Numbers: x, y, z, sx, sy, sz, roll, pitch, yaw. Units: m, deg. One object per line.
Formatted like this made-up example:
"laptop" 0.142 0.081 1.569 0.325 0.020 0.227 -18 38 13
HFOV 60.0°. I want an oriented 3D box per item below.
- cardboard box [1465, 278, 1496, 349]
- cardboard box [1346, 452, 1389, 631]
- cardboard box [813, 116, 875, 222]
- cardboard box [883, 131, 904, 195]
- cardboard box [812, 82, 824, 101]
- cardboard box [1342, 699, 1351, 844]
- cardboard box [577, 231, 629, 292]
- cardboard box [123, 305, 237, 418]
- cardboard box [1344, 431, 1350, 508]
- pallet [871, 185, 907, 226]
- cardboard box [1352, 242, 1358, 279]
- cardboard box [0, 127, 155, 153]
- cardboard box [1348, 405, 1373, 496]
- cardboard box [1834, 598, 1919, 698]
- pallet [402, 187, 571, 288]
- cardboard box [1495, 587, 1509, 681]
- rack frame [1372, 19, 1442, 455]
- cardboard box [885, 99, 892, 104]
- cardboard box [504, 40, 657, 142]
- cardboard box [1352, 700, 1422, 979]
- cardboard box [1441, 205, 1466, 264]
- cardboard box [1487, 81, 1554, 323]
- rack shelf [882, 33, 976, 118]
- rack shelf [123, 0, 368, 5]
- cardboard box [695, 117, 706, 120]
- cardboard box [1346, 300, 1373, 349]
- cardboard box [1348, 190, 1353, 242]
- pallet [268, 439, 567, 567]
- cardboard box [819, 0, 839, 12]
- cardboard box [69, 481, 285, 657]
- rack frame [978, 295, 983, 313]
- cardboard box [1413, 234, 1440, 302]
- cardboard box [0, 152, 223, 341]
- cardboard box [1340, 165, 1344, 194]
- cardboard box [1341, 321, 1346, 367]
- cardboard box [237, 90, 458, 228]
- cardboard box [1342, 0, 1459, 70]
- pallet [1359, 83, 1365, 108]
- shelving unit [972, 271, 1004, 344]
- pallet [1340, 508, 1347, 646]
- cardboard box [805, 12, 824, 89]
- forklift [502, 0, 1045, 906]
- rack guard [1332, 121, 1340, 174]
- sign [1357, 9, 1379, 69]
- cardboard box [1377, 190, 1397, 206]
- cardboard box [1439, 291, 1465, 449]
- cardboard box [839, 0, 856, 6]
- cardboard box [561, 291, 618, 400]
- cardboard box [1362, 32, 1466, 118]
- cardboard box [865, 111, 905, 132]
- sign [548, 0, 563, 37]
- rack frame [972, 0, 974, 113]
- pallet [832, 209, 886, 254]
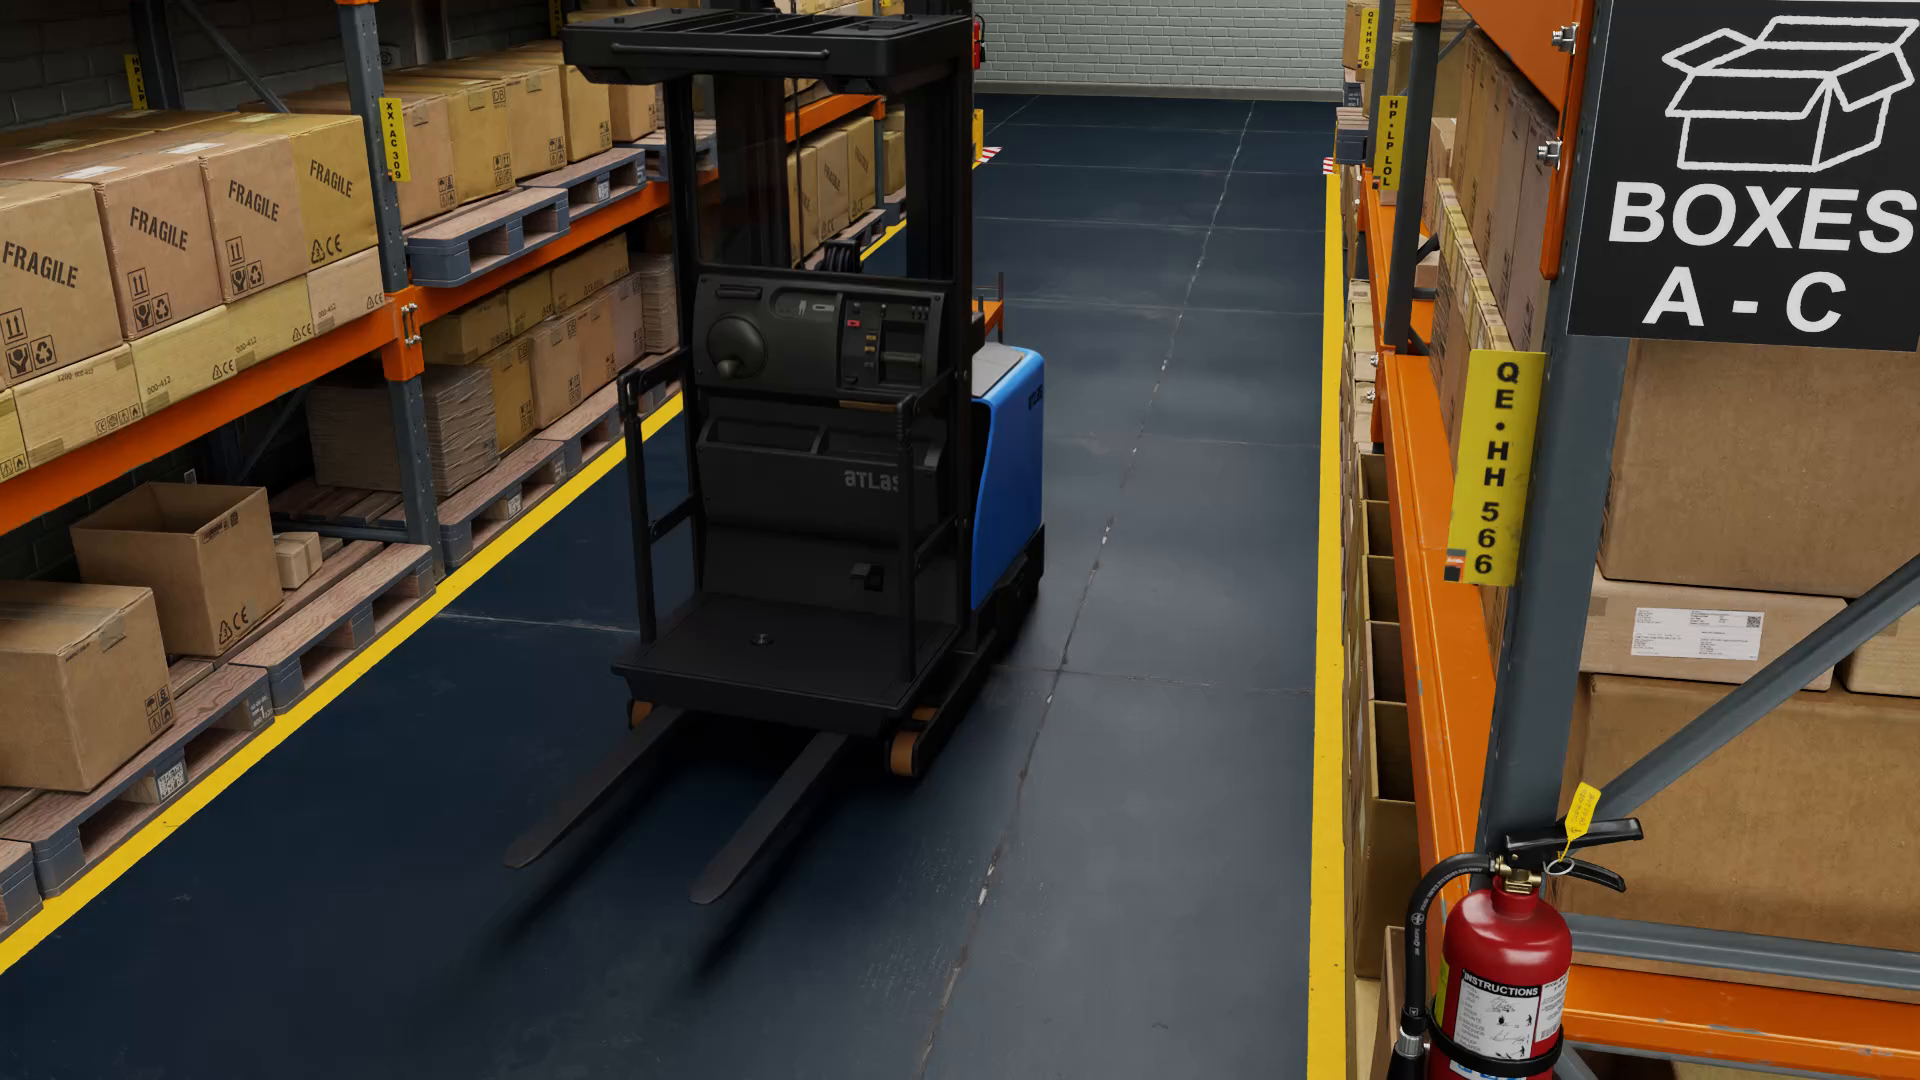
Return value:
"cardboard box" 1.496 -0.558 4.221 0.380 0.149 0.250 4 22 10
"cardboard box" 1.652 0.018 5.909 0.500 0.500 0.500 4 22 11
"cardboard box" -1.170 -3.113 13.883 0.750 0.750 0.750 5 22 12
"cardboard box" -0.912 -3.464 15.223 0.700 0.500 0.500 5 22 12
"cardboard box" -1.259 -3.449 12.712 0.380 0.149 0.250 4 22 9
"cardboard box" 1.447 0.731 5.141 0.500 0.250 0.500 4 22 11
"cardboard box" -2.255 -1.621 9.618 0.500 0.250 0.500 5 22 12
"cardboard box" -2.795 -0.614 5.536 0.500 0.250 0.500 4 22 11
"cardboard box" 2.062 -0.326 7.766 0.500 0.250 0.500 5 22 12
"pallet" -0.933 -3.142 15.371 1.003 0.211 1.213 4 22 11
"cardboard box" 2.830 -1.728 10.887 0.500 0.500 0.500 5 23 13
"cardboard box" -3.207 -1.180 5.938 0.500 0.500 0.500 4 22 11
"cardboard box" 1.955 -0.401 7.202 0.500 0.311 0.500 5 22 12
"cardboard box" 1.527 0.128 2.519 0.380 0.149 0.250 4 22 11
"pallet" -2.499 -1.417 7.613 1.003 0.211 1.213 4 22 11
"cardboard box" 1.447 0.193 3.224 0.700 0.500 0.500 5 22 12
"rack frame" 2.053 -0.861 5.976 1.000 3.000 0.127 4 22 11
"cardboard box" -0.873 -4.203 16.190 0.380 0.149 0.250 4 22 10
"cardboard box" -2.155 -2.571 9.500 0.700 0.500 0.500 2 22 6
"cardboard box" 1.244 0.749 4.093 0.500 0.500 0.500 4 22 11
"cardboard box" 1.706 -0.938 5.166 0.380 0.149 0.250 4 22 10
"cardboard box" 1.661 -0.796 3.944 0.700 0.500 0.500 4 22 11
"rack shelf" -0.757 -4.561 16.125 1.077 0.370 4.000 4 22 11
"rack shelf" -3.206 -1.563 4.668 1.077 0.370 4.000 4 22 11
"cardboard box" -1.687 -2.696 10.841 0.380 0.149 0.250 4 22 10
"cardboard box" 2.376 -1.141 9.040 0.500 0.311 0.500 4 22 10
"cardboard box" 3.250 -2.477 12.746 0.500 0.500 0.500 5 22 12
"pallet" -2.640 -0.229 8.138 1.003 0.211 1.213 4 22 11
"cardboard box" -1.228 -4.141 12.559 0.500 0.250 0.500 5 22 12
"cardboard box" -2.970 0.101 6.345 0.500 0.500 0.500 3 22 7
"rack frame" -0.016 -0.528 7.558 0.240 1.200 0.015 4 22 11
"cardboard box" 2.052 -1.134 6.834 0.396 0.266 0.258 4 22 10
"cardboard box" -2.801 -0.962 5.397 0.500 0.500 0.500 4 22 9
"cardboard box" 3.677 -3.248 14.913 0.500 0.311 0.500 4 22 11
"cardboard box" 2.475 -1.074 9.623 0.500 0.250 0.500 4 22 11
"cardboard box" -2.660 -1.671 7.265 0.700 0.500 0.500 5 22 11
"cardboard box" 3.369 -3.872 12.756 0.700 0.500 0.500 -3 22 -7
"pallet" 3.261 -2.946 11.411 1.003 0.211 1.213 4 22 11
"shelving unit" 0.034 -0.617 7.780 0.258 1.200 0.503 4 22 11
"pallet" 2.165 0.160 7.173 1.003 0.211 1.213 4 22 11
"cardboard box" -1.315 -3.615 12.256 0.500 0.500 0.500 5 22 12
"forklift" -0.568 -0.699 5.665 1.130 2.935 3.031 7 23 16
"rack guard" 4.486 -4.062 17.271 1.175 0.500 0.348 4 22 11
"sign" 2.336 -2.862 9.501 0.100 0.325 0.005 4 22 11
"cardboard box" 2.497 -1.970 8.849 0.500 0.311 0.500 4 22 10
"cardboard box" 1.867 -0.551 5.073 0.700 0.500 0.500 4 22 10
"cardboard box" -1.124 -4.328 13.022 0.500 0.250 0.500 5 22 12
"cardboard box" -2.370 -1.114 9.361 0.700 0.500 0.500 4 22 11
"cardboard box" 2.887 -2.804 10.104 0.700 0.500 0.500 -3 22 -7
"cardboard box" -0.664 -3.876 15.378 0.380 0.149 0.250 5 23 13
"sign" -2.525 -3.278 10.428 0.100 0.325 0.005 4 22 11
"rack frame" -0.349 -5.626 17.807 1.000 3.000 0.127 4 22 11
"pallet" -1.249 -2.581 13.981 1.003 0.211 1.213 4 22 11
